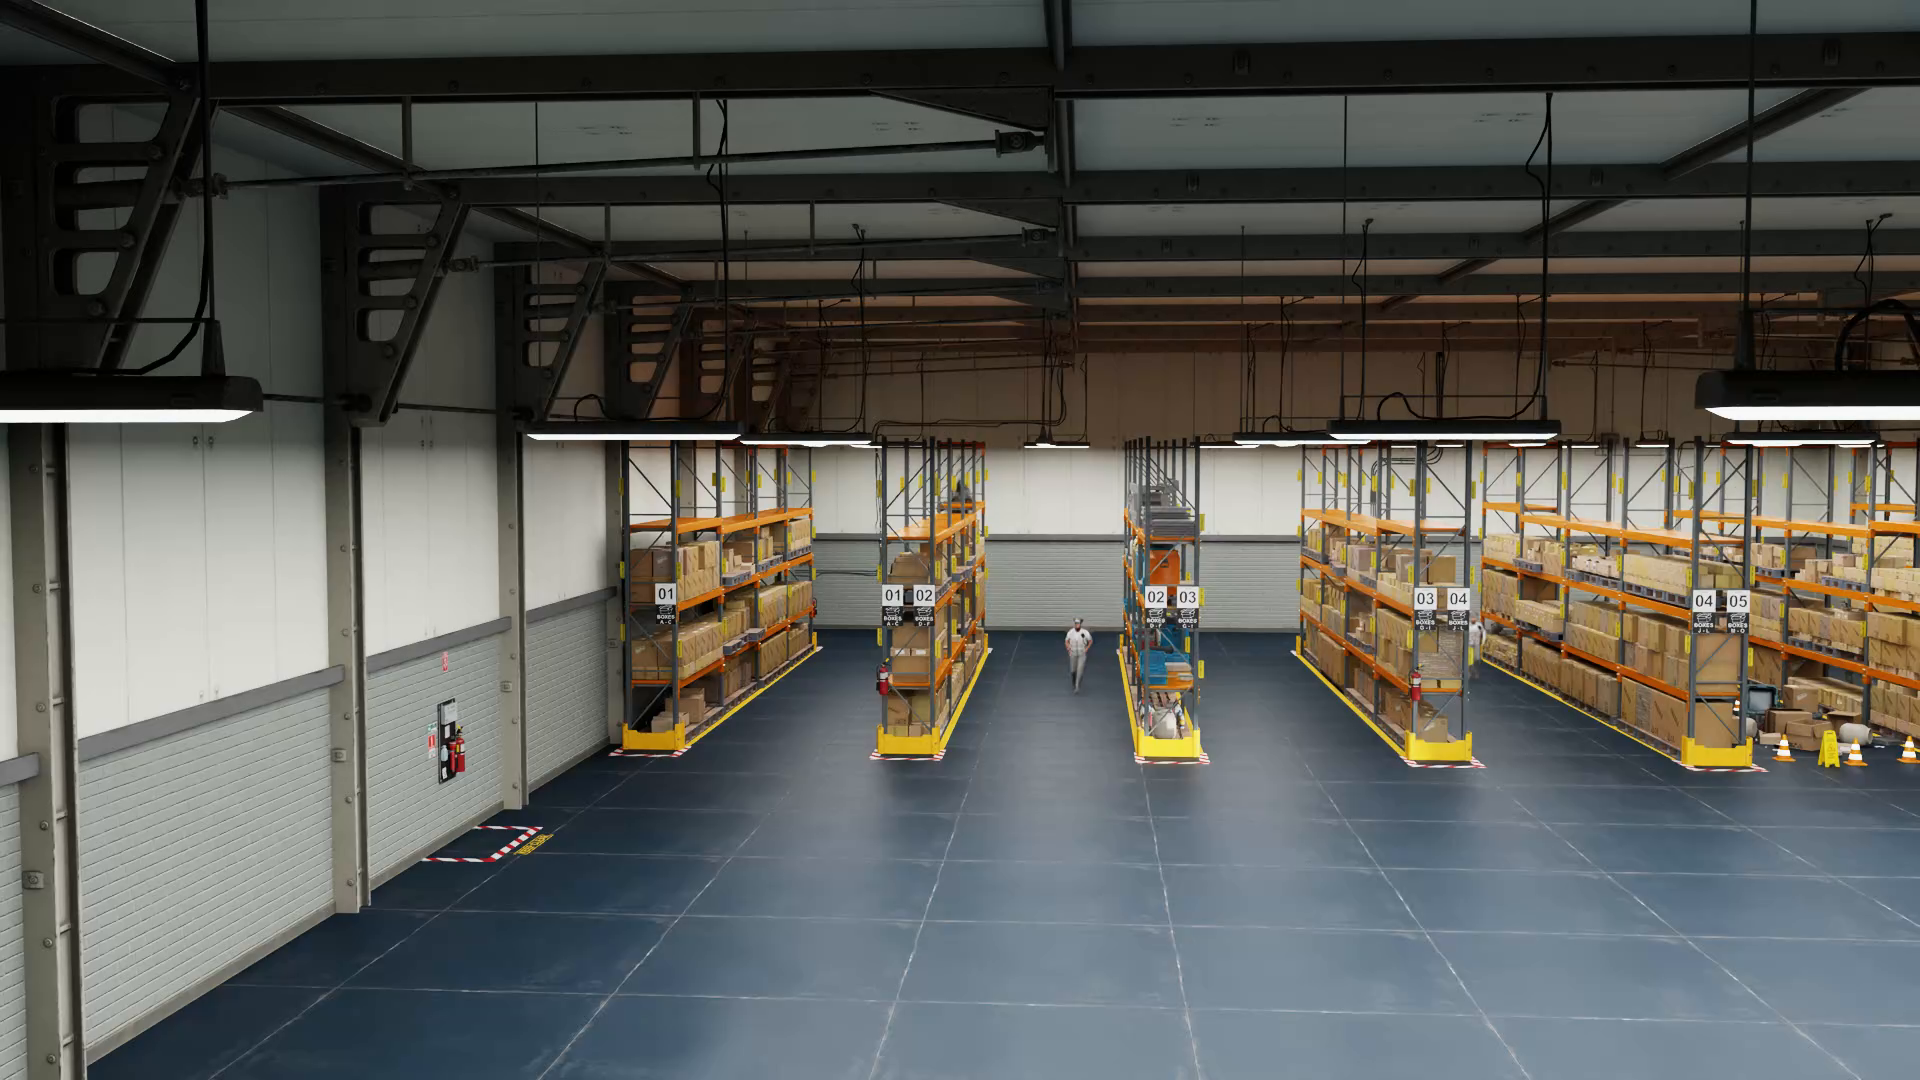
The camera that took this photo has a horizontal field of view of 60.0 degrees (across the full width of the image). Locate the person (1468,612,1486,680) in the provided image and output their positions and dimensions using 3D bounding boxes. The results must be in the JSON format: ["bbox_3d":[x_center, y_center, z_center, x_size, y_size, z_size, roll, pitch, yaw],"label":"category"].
[{"bbox_3d":[12.894,2.666,41.707,0.626,1.743,0.696,0,3,7],"label":"person"}]

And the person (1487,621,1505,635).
[{"bbox_3d":[15.423,2.413,47.707,0.464,1.556,0.823,2,4,34],"label":"person"}]

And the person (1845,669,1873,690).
[{"bbox_3d":[20.928,2.803,38.756,0.641,1.759,1.010,0,3,4],"label":"person"}]

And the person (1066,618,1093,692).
[{"bbox_3d":[2.858,2.726,39.881,0.662,1.767,0.685,1,3,12],"label":"person"}]

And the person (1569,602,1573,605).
[{"bbox_3d":[16.315,2.494,44.619,0.657,1.677,0.595,0,3,0],"label":"person"}]
